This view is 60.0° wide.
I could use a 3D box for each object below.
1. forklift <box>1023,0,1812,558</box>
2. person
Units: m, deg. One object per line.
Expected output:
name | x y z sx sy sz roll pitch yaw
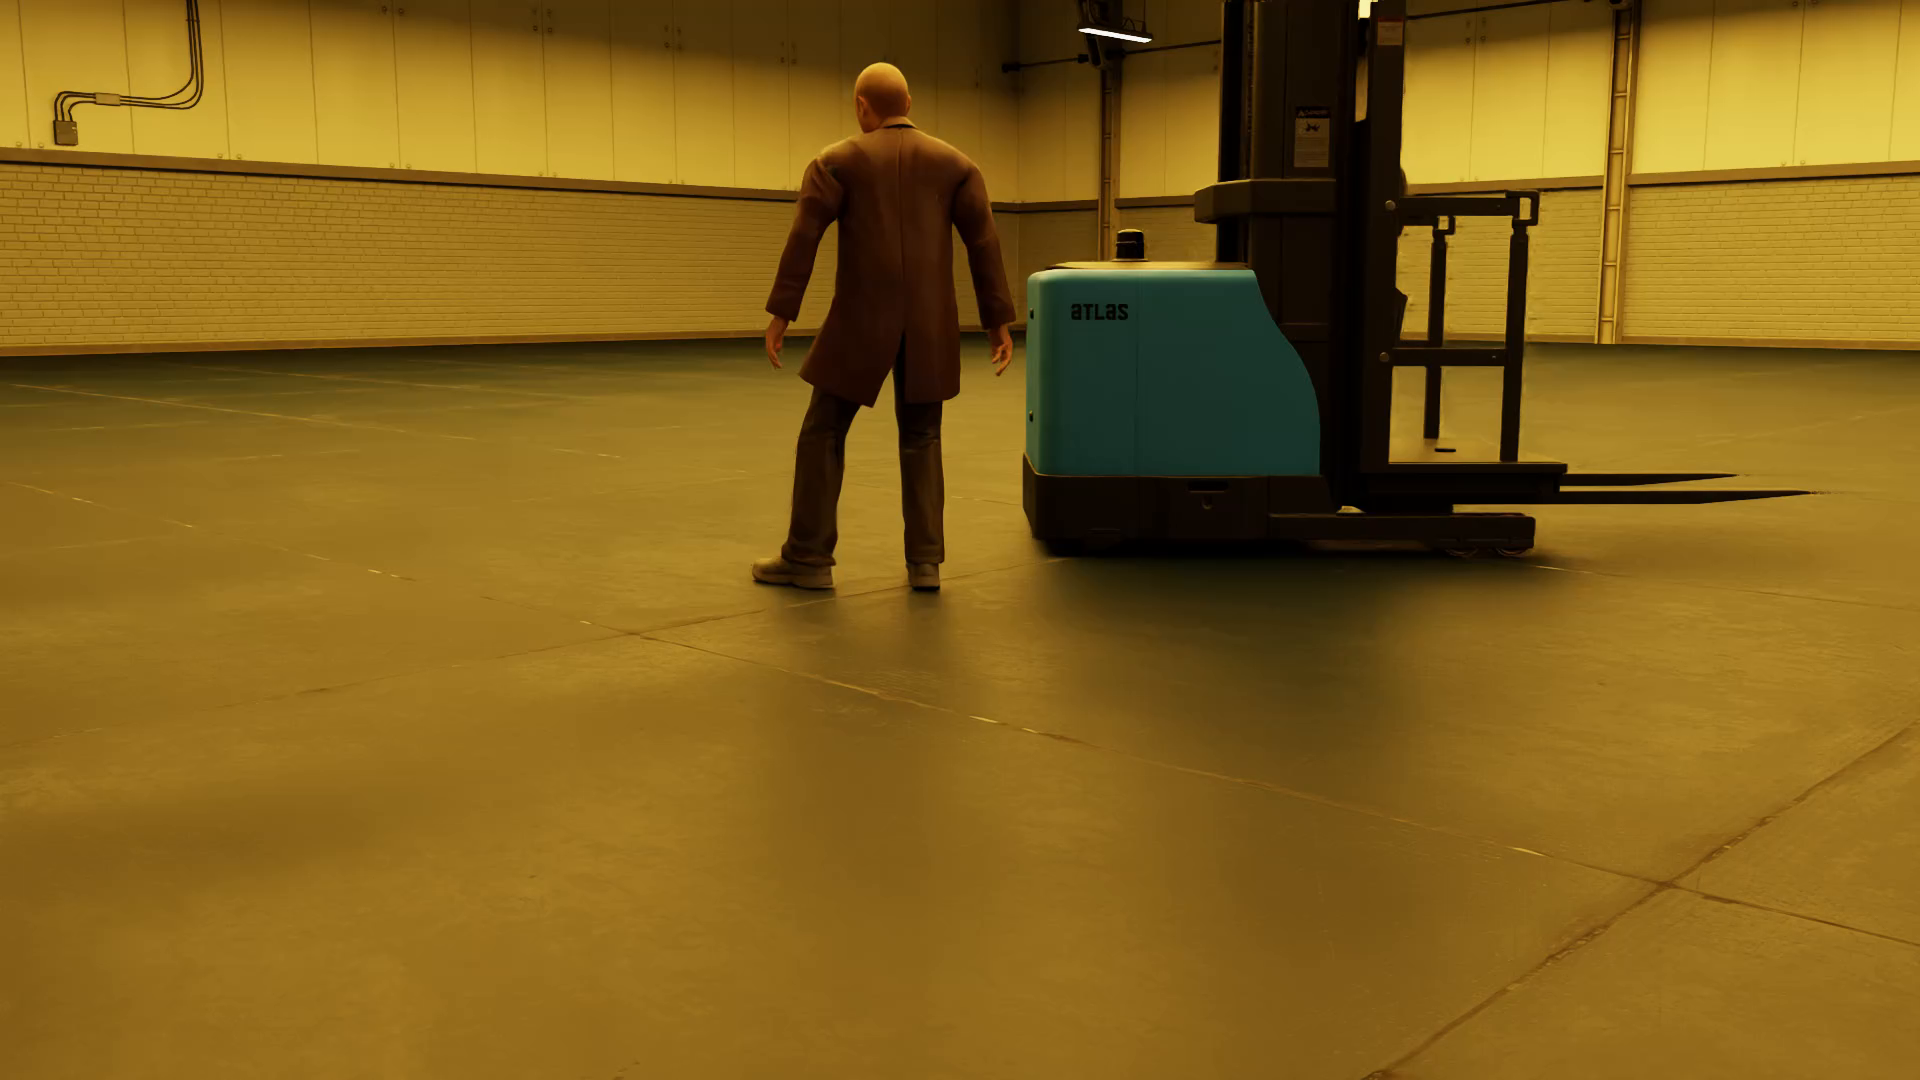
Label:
forklift | 1.792 -1.461 6.577 3.031 2.935 1.130 0 9 -1
person | -0.258 -0.716 5.617 0.878 1.751 0.422 -2 9 -15
